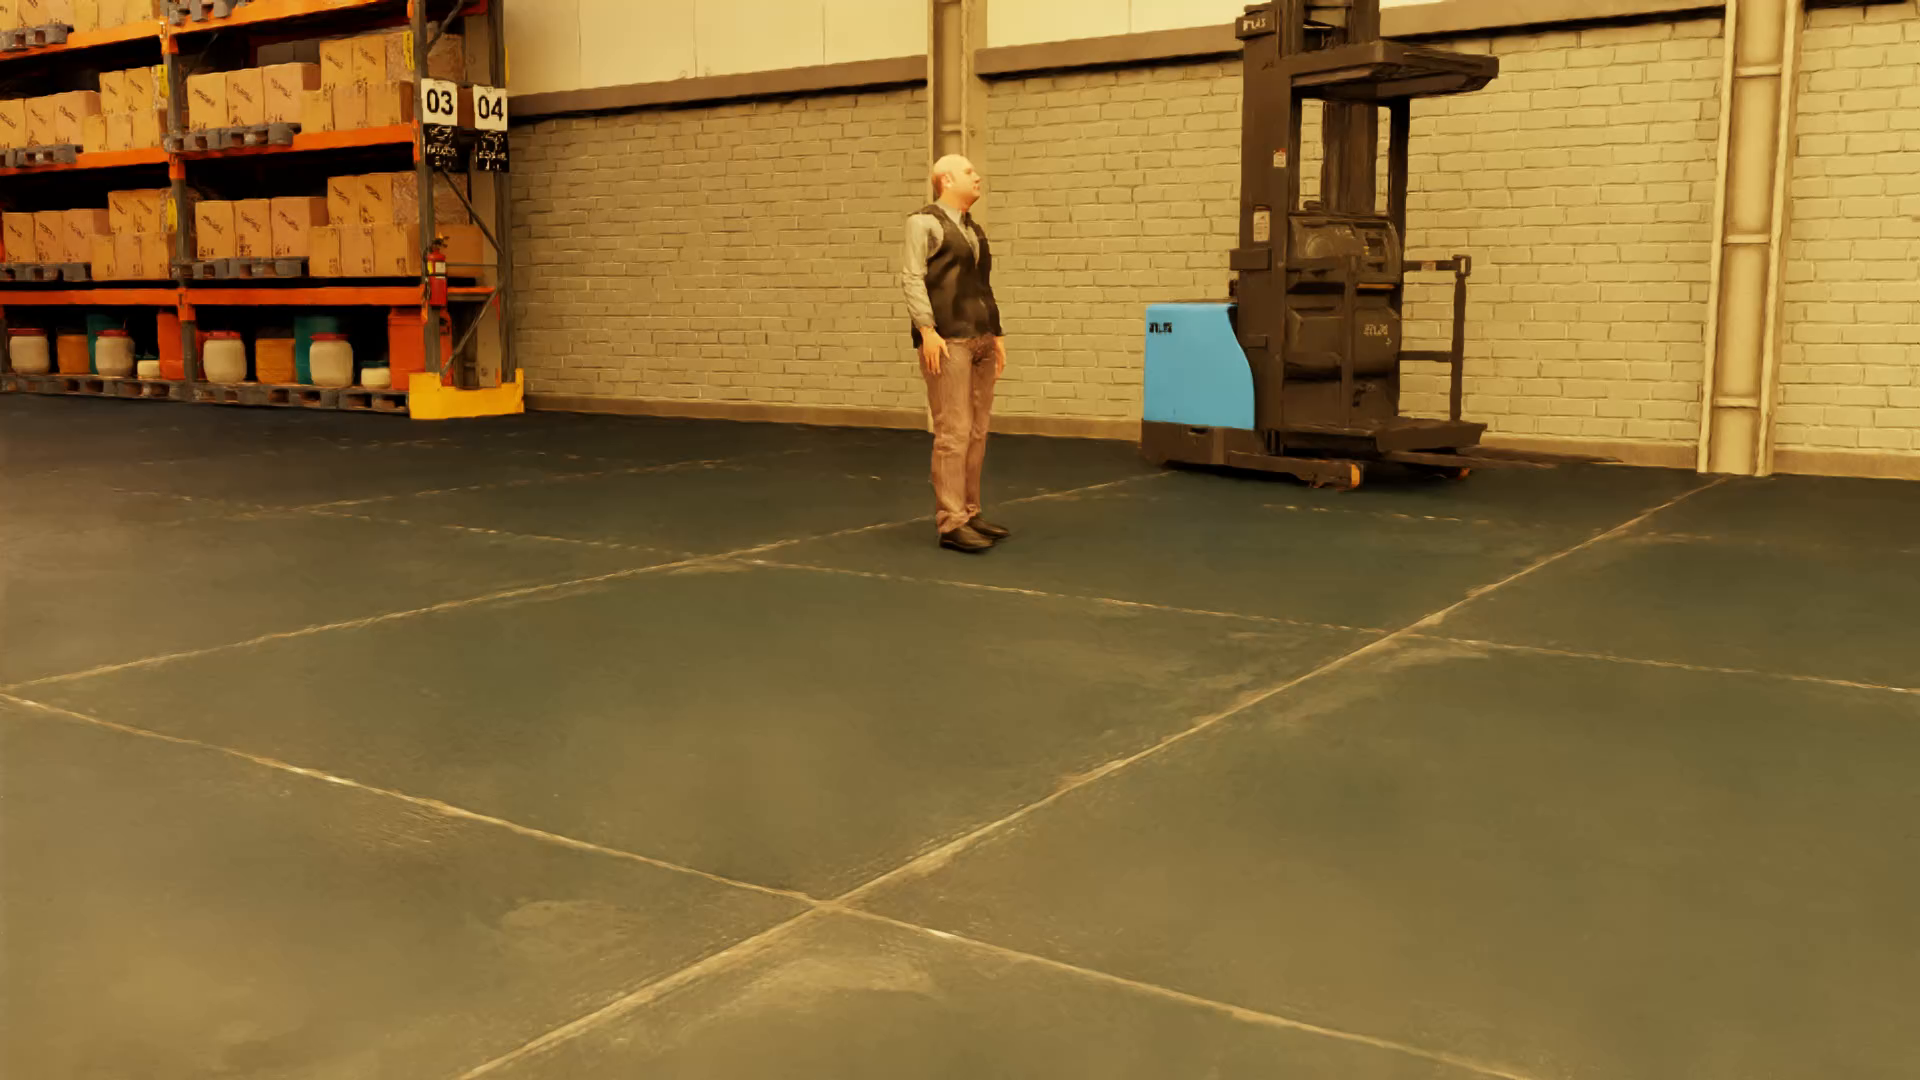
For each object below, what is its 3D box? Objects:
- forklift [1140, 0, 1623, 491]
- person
[{"bbox_3d":[2.467,-1.811,9.927,1.130,2.935,3.031,-6,10,-36],"label":"forklift"},{"bbox_3d":[0.047,-0.853,7.440,0.567,1.720,0.632,5,10,34],"label":"person"}]
